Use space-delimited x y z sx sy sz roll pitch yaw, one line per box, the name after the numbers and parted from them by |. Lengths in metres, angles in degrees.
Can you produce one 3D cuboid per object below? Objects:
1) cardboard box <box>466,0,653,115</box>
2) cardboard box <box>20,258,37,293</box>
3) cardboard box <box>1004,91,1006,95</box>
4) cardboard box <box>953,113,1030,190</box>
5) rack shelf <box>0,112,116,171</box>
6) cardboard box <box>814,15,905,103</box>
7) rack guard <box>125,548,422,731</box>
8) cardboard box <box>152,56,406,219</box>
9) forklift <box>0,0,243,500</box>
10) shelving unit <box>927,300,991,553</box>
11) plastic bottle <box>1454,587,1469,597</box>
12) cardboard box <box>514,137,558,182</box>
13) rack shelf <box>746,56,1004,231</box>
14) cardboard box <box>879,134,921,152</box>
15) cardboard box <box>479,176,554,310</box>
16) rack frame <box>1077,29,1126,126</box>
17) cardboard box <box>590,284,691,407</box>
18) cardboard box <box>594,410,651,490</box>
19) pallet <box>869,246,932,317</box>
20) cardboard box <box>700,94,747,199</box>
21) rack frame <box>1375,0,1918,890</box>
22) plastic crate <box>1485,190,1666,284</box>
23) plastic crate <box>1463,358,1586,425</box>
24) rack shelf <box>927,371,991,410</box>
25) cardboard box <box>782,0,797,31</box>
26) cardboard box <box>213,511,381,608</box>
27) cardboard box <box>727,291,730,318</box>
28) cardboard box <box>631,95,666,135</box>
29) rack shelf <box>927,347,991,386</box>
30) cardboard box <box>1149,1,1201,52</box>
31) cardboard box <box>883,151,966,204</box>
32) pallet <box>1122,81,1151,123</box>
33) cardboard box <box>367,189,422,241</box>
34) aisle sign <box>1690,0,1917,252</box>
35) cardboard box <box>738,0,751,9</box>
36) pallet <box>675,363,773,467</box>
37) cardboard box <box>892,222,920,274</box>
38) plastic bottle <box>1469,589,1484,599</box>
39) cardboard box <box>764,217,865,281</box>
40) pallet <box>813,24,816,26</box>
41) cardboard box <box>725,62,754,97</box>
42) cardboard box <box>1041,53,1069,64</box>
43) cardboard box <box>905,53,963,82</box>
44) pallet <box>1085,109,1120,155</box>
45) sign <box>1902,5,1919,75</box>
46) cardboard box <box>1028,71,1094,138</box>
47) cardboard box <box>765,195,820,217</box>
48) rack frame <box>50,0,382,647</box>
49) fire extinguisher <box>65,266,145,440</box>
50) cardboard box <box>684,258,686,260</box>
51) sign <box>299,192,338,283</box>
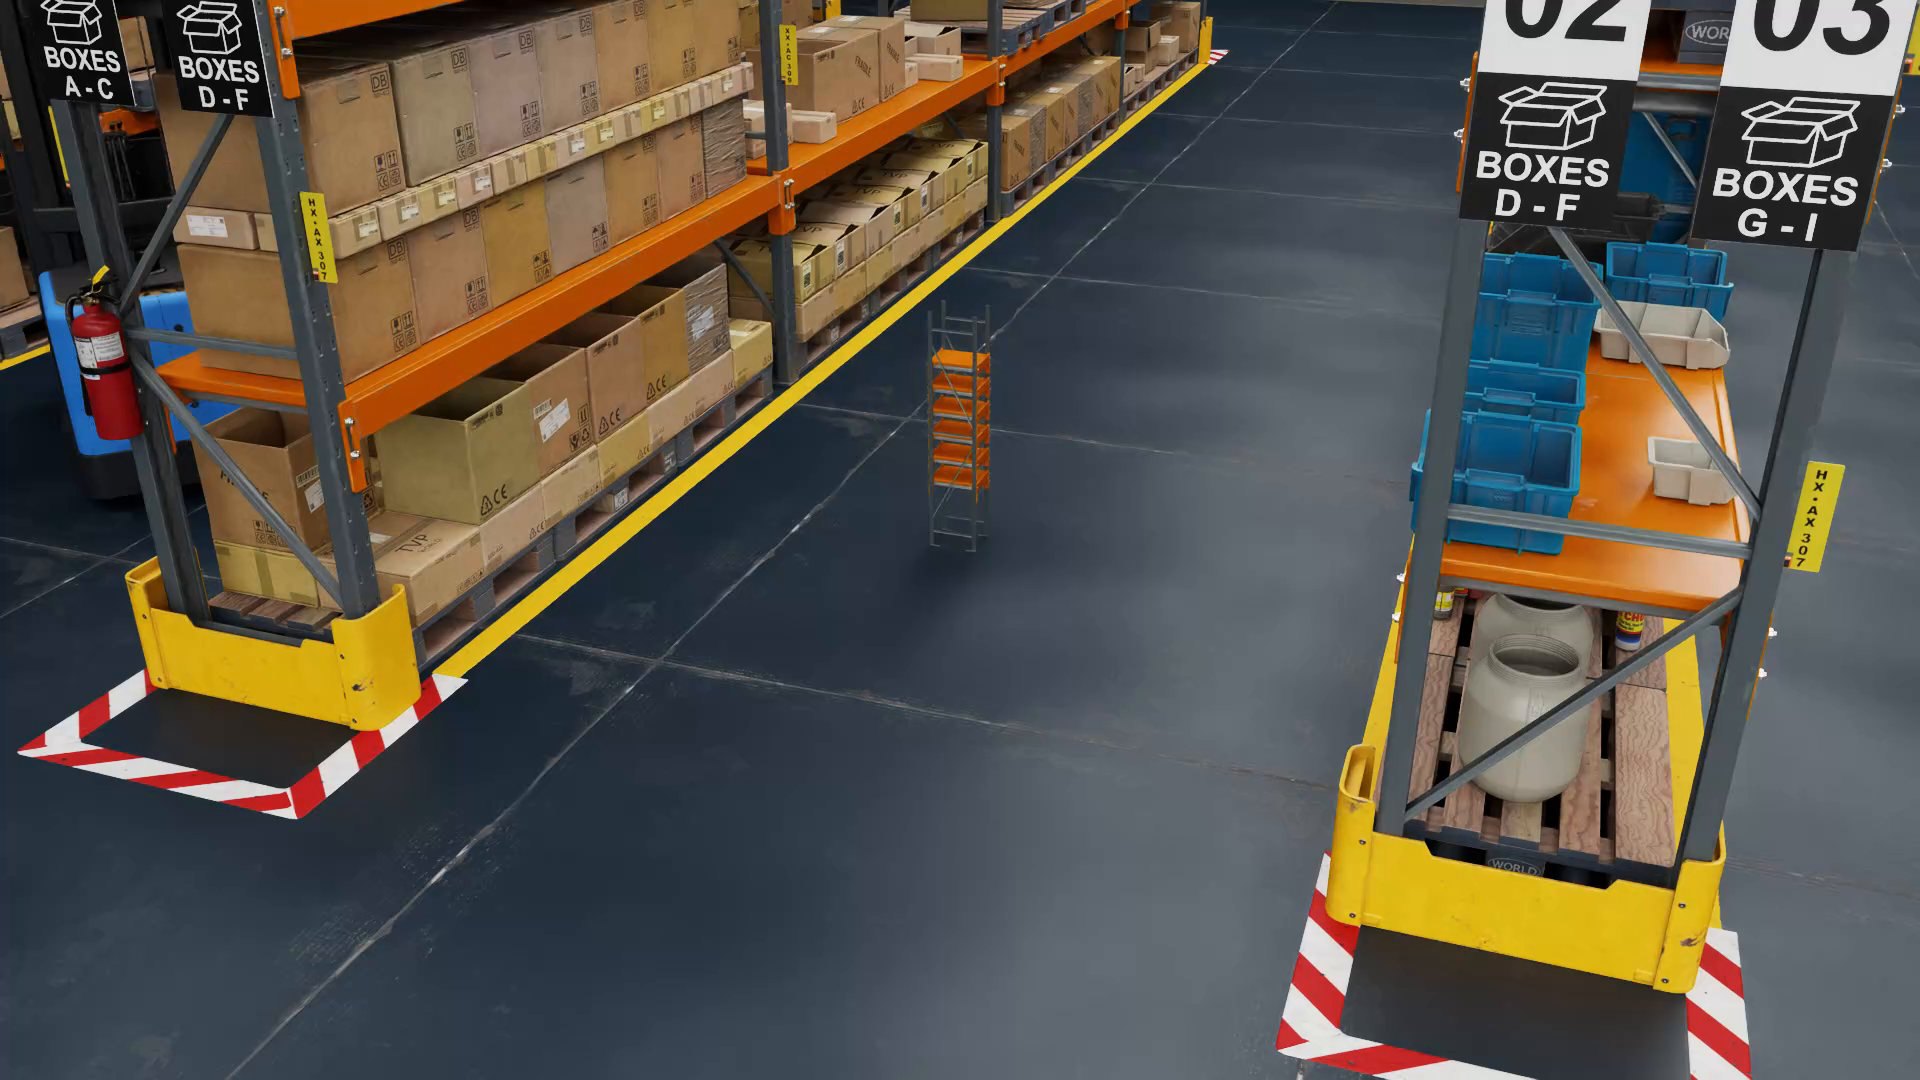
-1.964 -2.416 8.195 0.700 0.500 0.500 9 27 17 | cardboard box
-6.310 -1.799 11.271 0.380 0.166 0.250 5 26 11 | cardboard box
0.105 -3.732 14.879 0.500 0.500 0.500 8 27 16 | cardboard box
0.264 -3.246 13.876 0.500 0.500 0.500 10 28 20 | cardboard box
-6.826 -1.955 9.672 1.077 0.370 4.000 9 27 17 | rack shelf
-0.700 -3.381 11.676 0.500 0.500 0.500 7 27 15 | cardboard box
-2.827 0.395 6.861 1.175 0.500 0.348 9 27 17 | rack guard
-2.634 -1.581 6.470 0.700 0.500 0.500 9 27 18 | cardboard box
-4.715 -2.131 9.288 1.130 2.935 3.031 -14 29 -26 | forklift
-0.005 -0.534 7.976 0.258 1.200 0.189 9 27 17 | shelving unit
2.158 0.090 7.244 0.152 0.276 0.135 9 27 18 | plastic bottle
-2.059 -1.737 7.536 0.380 0.149 0.250 8 27 17 | cardboard box
-0.823 -2.882 11.586 1.077 0.370 4.000 9 27 17 | rack shelf
-0.608 -3.059 13.156 0.500 0.311 0.500 10 27 19 | cardboard box
-2.311 -1.395 7.574 0.700 0.500 0.500 9 27 18 | cardboard box
1.174 -5.672 16.522 1.000 3.000 0.127 9 27 17 | rack frame
-1.776 -1.041 8.771 0.500 0.500 0.500 9 27 17 | cardboard box
-1.930 -0.496 8.506 0.500 0.250 0.500 9 27 17 | cardboard box
-0.875 -1.940 12.015 1.003 0.211 1.213 9 27 17 | pallet
-1.630 -2.246 9.332 0.700 0.500 0.500 8 27 16 | cardboard box
1.851 -0.020 4.850 1.000 3.000 0.127 9 27 17 | rack frame
2.888 -1.440 7.852 0.767 0.338 0.504 9 27 17 | plastic crate
1.956 -0.469 5.946 0.499 0.251 0.408 9 27 17 | plastic crate
-0.005 -0.710 7.891 0.258 0.103 0.180 9 27 17 | rack shelf
-2.473 -6.588 20.802 0.700 0.500 0.500 9 27 17 | cardboard box
-2.919 0.045 7.388 0.500 0.250 0.500 9 27 17 | cardboard box
-1.623 -1.548 10.678 0.500 0.250 0.500 8 27 17 | cardboard box
-1.717 -2.160 8.411 0.380 0.149 0.250 9 27 17 | cardboard box
-0.005 -0.818 7.839 0.258 0.103 0.180 9 27 17 | rack shelf
2.557 -6.129 19.830 0.500 0.500 0.500 9 27 17 | cardboard box
-0.266 -2.766 12.551 0.500 0.311 0.500 8 27 17 | cardboard box
1.404 -4.699 17.712 1.003 0.211 1.213 9 27 17 | pallet
-2.400 -1.316 6.667 0.380 0.149 0.250 8 27 16 | cardboard box
2.103 -1.118 4.135 0.394 0.787 0.004 9 27 17 | aisle sign
-2.693 -6.366 19.597 0.380 0.149 0.250 8 27 16 | cardboard box
-1.792 -0.808 9.677 1.003 0.211 1.213 9 27 17 | pallet
-0.609 -2.097 11.813 0.500 0.250 0.500 9 27 18 | cardboard box
2.259 0.101 7.211 0.061 0.283 0.133 9 27 17 | plastic bottle
-0.944 -1.927 10.817 0.500 0.311 0.500 8 27 17 | cardboard box
-2.360 -6.437 21.303 1.003 0.211 1.213 9 27 17 | pallet
-1.377 -2.578 9.274 0.380 0.149 0.250 9 27 17 | cardboard box
0.783 -4.581 16.633 0.500 0.500 0.500 8 27 15 | cardboard box
-0.196 -3.505 12.335 0.380 0.149 0.250 9 27 17 | cardboard box
0.939 -4.077 16.428 1.003 0.211 1.213 9 27 17 | pallet
2.368 -1.293 4.026 0.100 0.325 0.005 9 27 17 | sign
0.940 -4.092 15.623 0.500 0.500 0.500 9 27 18 | cardboard box
-1.288 -2.215 11.413 0.500 0.311 0.500 9 27 17 | cardboard box
-2.819 -0.740 6.337 1.000 3.000 0.127 9 27 17 | rack frame
-3.297 -0.724 6.392 0.296 0.674 0.183 9 27 17 | fire extinguisher
-1.938 -1.528 9.776 0.500 0.500 0.500 9 27 17 | cardboard box
-2.298 -1.083 5.960 0.100 0.325 0.005 9 27 17 | sign
